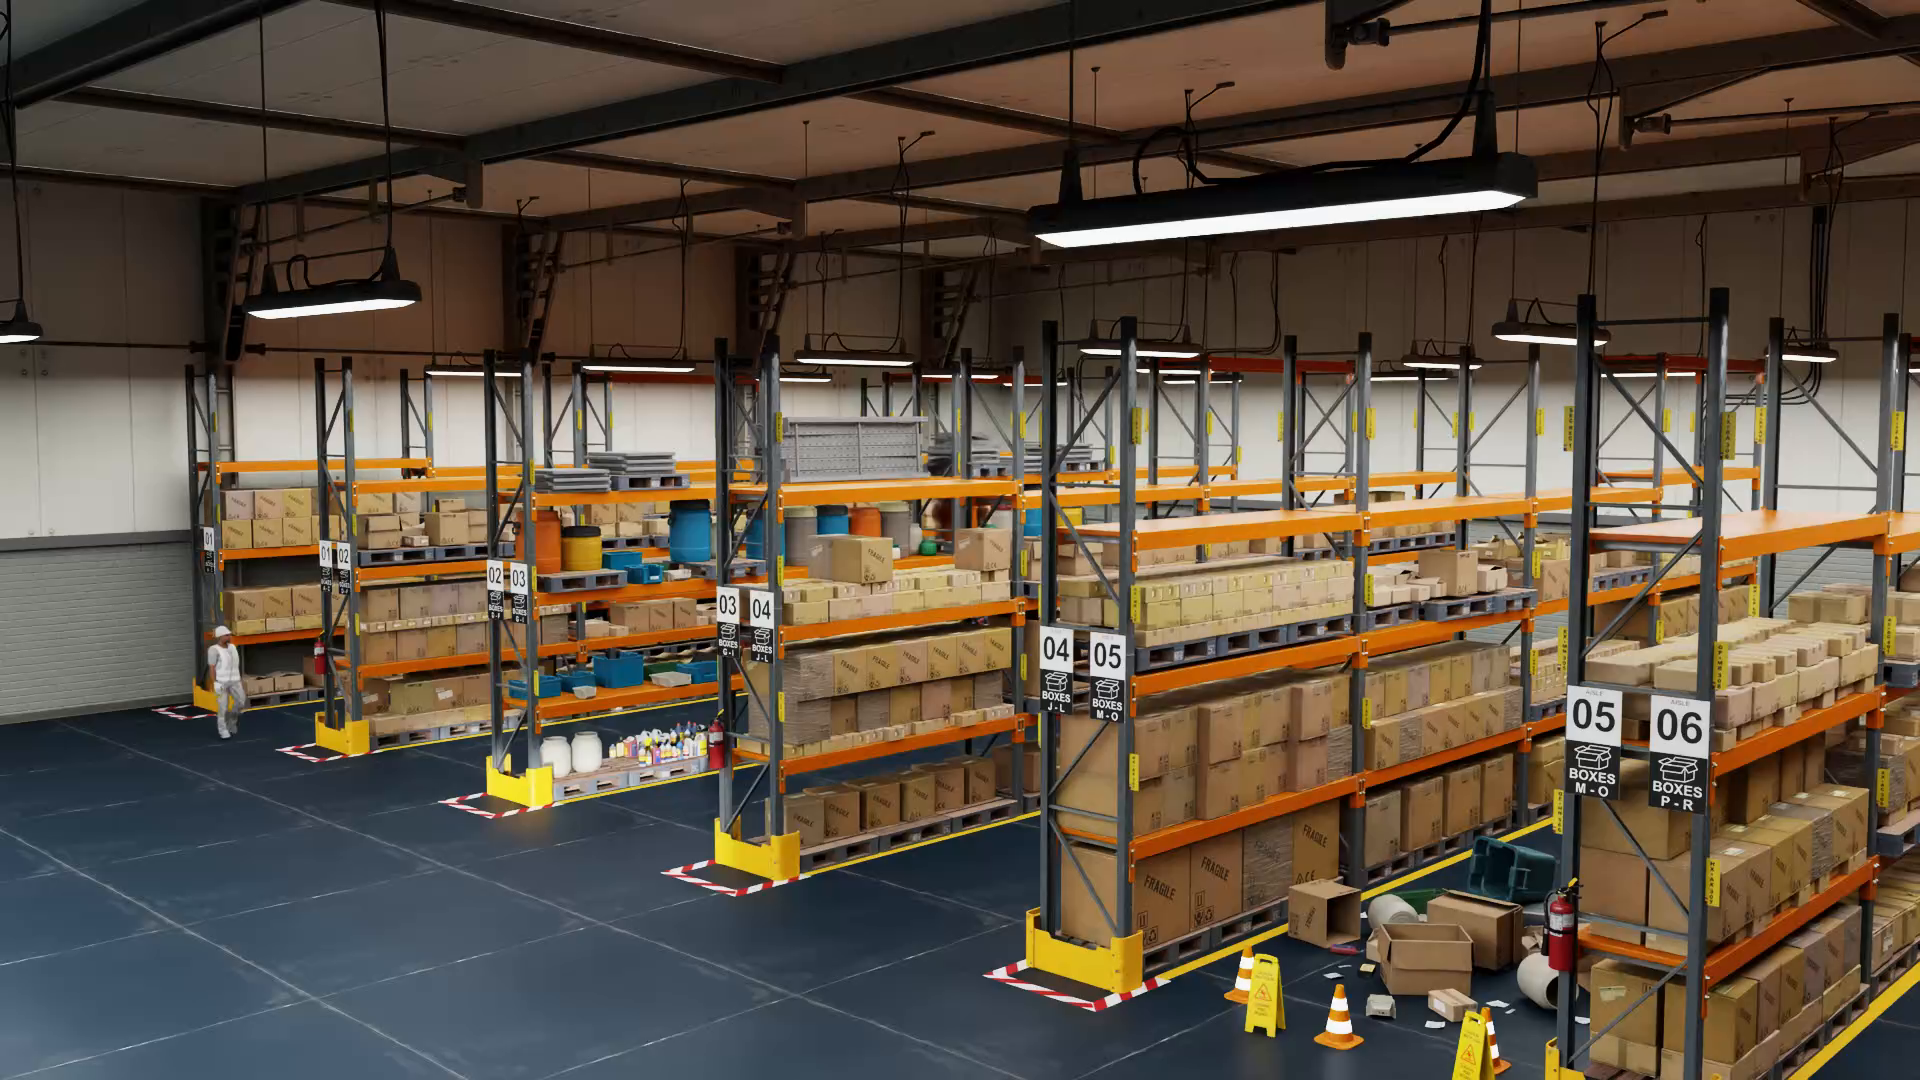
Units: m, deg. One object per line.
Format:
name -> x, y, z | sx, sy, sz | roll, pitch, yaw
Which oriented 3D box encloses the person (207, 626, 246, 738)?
person -> -11.623, 2.244, 26.290 | 0.531, 1.771, 0.501 | -4, 6, -41
